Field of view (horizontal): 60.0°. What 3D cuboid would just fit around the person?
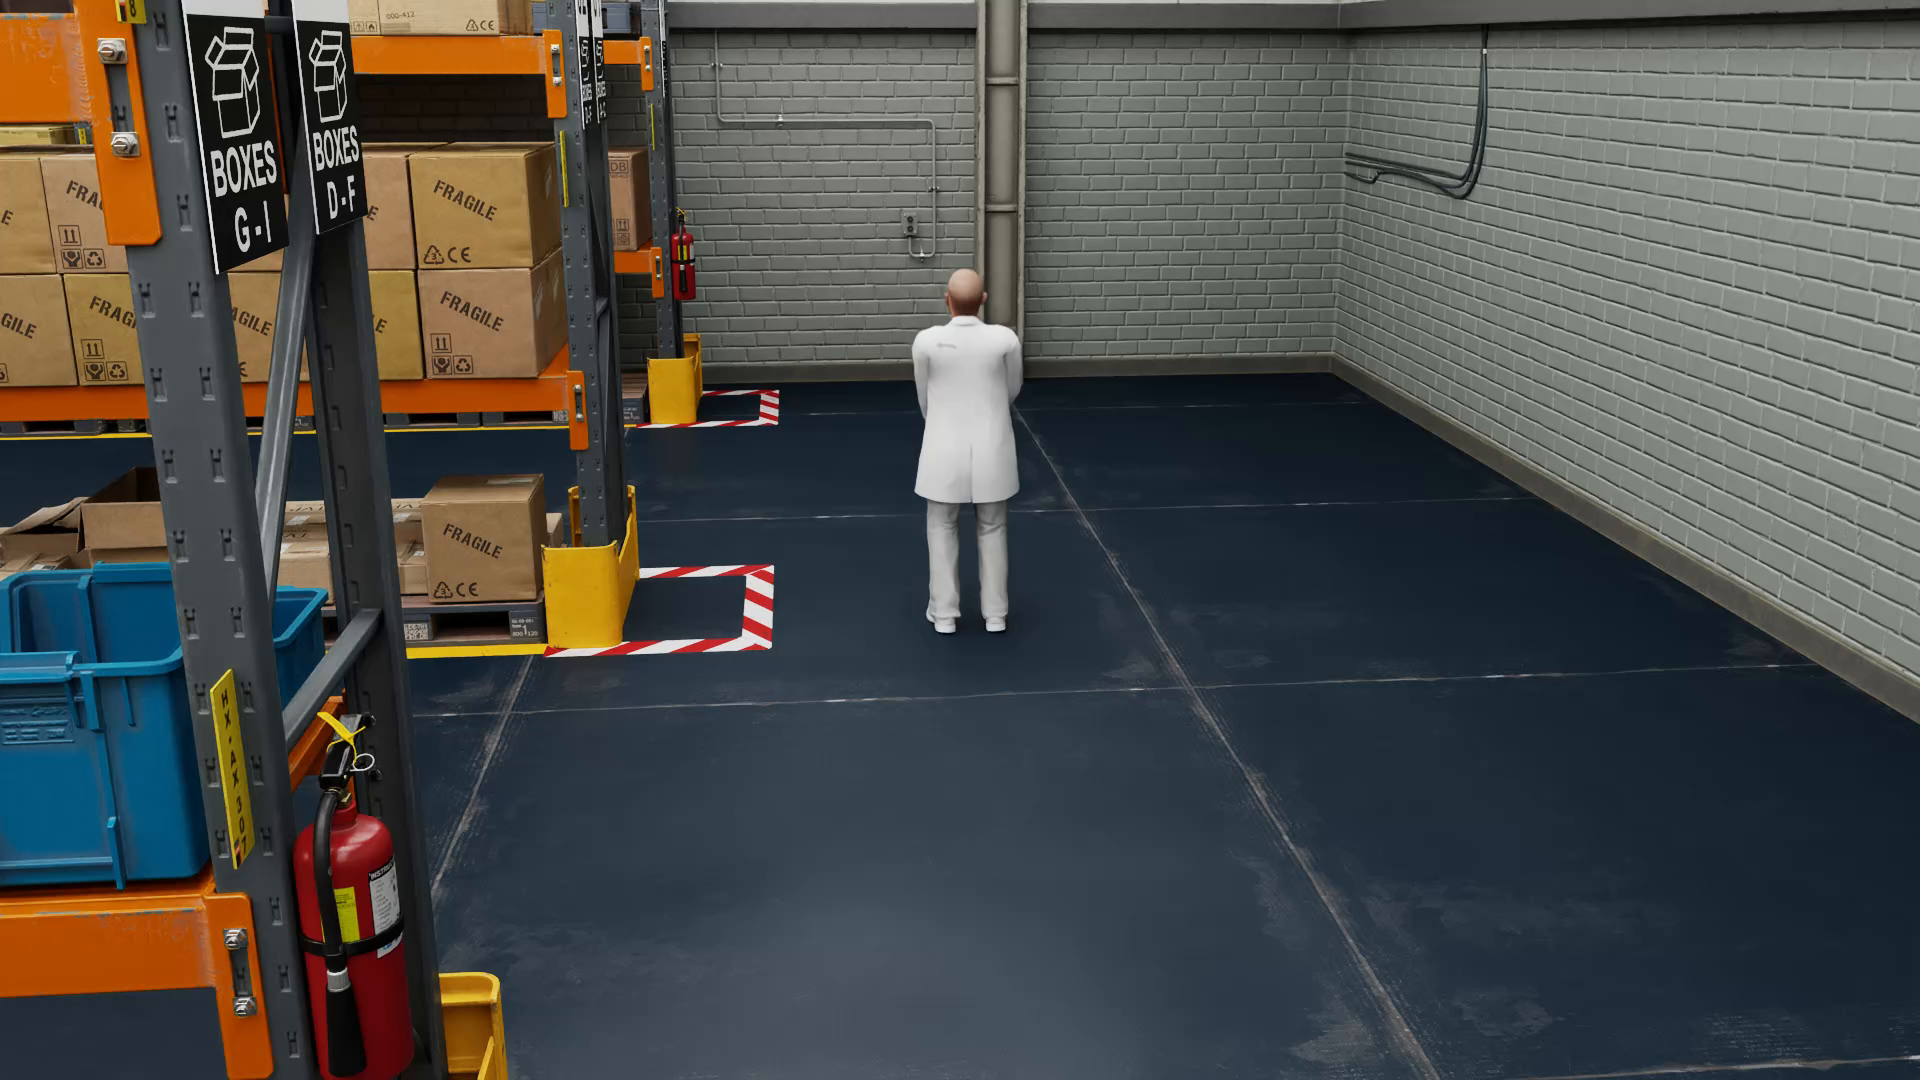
[{"bbox_3d":[0.024,-0.453,8.106,0.529,1.771,0.553,-1,17,-4],"label":"person"}]
